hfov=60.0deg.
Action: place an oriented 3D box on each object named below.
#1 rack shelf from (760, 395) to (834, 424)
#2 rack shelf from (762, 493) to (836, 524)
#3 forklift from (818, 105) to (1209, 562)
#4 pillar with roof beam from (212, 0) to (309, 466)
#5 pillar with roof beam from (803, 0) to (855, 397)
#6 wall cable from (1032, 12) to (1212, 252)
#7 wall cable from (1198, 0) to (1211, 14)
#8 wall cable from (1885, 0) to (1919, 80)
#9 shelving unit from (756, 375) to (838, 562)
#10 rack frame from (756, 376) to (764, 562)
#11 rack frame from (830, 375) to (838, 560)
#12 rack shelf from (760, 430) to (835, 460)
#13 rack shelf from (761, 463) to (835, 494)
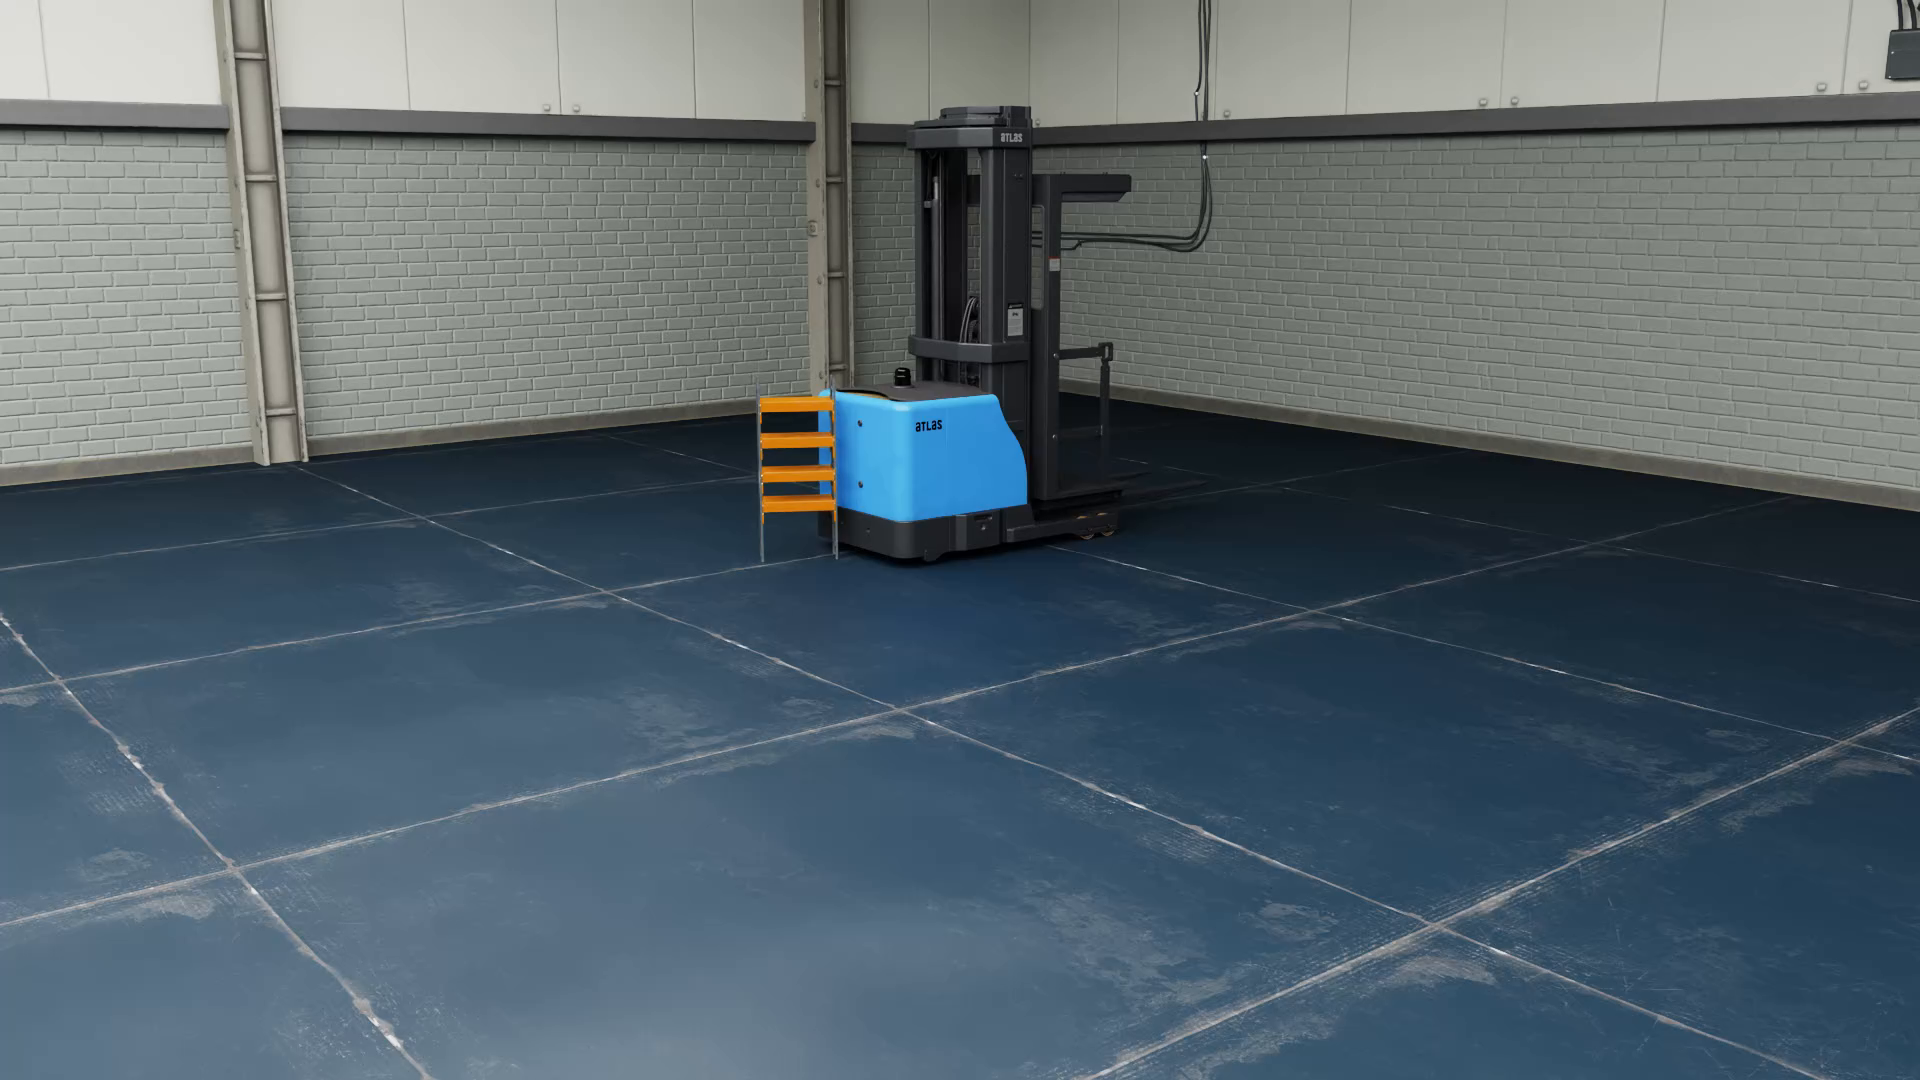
[{"bbox_3d":[-1.075,-0.857,10.885,0.480,0.148,0.258,-2,12,-9],"label":"rack shelf"},{"bbox_3d":[-1.075,-0.213,11.022,0.480,0.148,0.258,-2,12,-9],"label":"rack shelf"},{"bbox_3d":[0.495,-1.515,11.705,3.031,2.935,1.130,-9,15,-37],"label":"forklift"},{"bbox_3d":[-3.420,-4.413,10.746,0.400,9.000,9.100,-9,15,-38],"label":"pillar with roof beam"},{"bbox_3d":[1.265,-5.191,14.413,0.400,9.000,9.100,-9,15,-38],"label":"pillar with roof beam"},{"bbox_3d":[1.702,-4.539,18.814,0.112,2.526,3.097,-9,15,-38],"label":"wall cable"},{"bbox_3d":[3.392,-6.570,16.223,0.112,2.526,3.097,-9,15,-38],"label":"wall cable"},{"bbox_3d":[7.621,-6.179,10.877,0.169,6.003,2.305,-9,15,-38],"label":"wall cable"},{"bbox_3d":[-1.075,-0.473,10.967,0.503,1.200,0.258,-2,12,-9],"label":"shelving unit"},{"bbox_3d":[-1.316,-0.465,10.928,0.015,1.200,0.240,-2,12,-9],"label":"rack frame"},{"bbox_3d":[-0.834,-0.481,11.006,0.015,1.200,0.240,-2,12,-9],"label":"rack frame"},{"bbox_3d":[-1.075,-0.626,10.935,0.480,0.148,0.258,-2,12,-9],"label":"rack shelf"},{"bbox_3d":[-1.075,-0.407,10.981,0.480,0.148,0.258,-2,12,-9],"label":"rack shelf"}]
